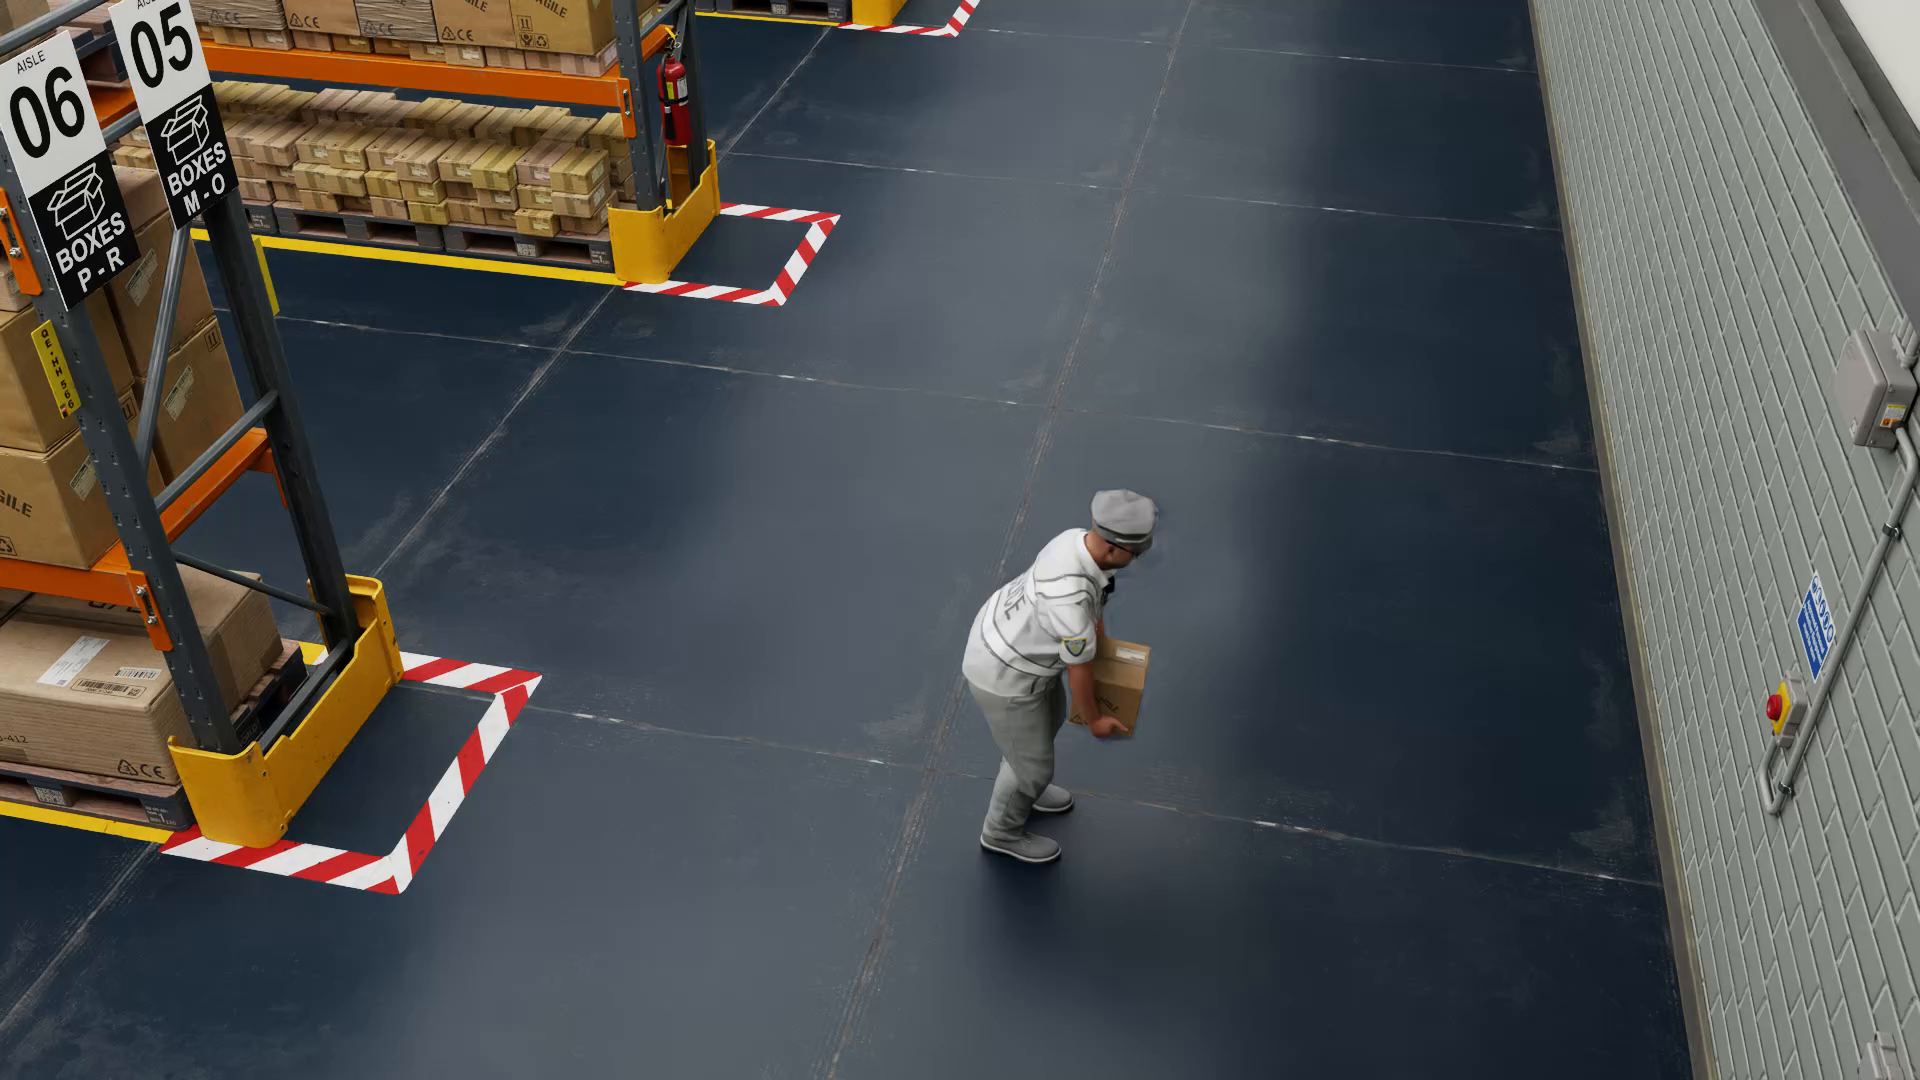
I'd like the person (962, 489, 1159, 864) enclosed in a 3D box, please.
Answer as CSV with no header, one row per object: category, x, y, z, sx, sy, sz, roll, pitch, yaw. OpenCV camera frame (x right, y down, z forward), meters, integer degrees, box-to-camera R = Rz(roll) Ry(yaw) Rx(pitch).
person,0.360,0.514,6.354,0.686,1.650,0.474,7,37,9
